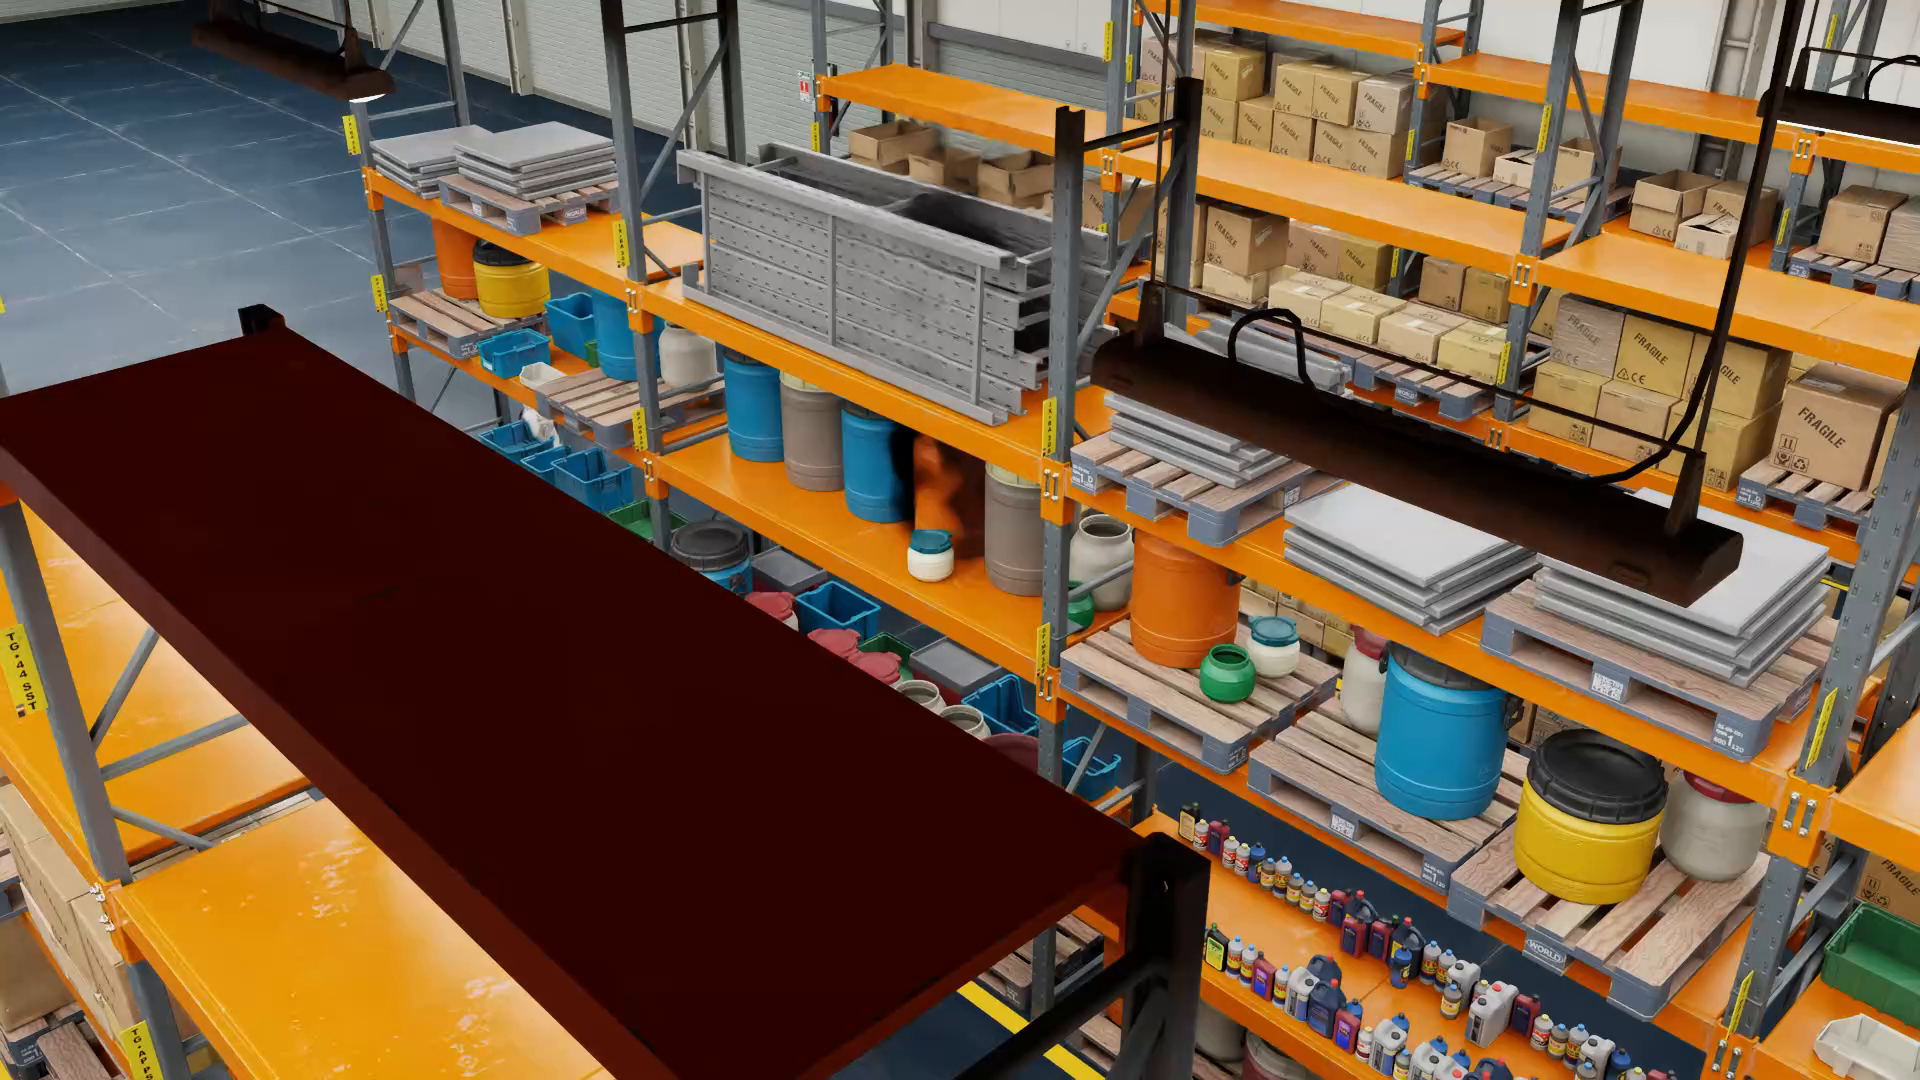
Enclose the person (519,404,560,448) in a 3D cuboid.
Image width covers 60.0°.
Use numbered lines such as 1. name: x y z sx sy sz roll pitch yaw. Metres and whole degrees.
1. person: -4.275 -0.942 16.903 0.504 1.620 0.612 5 29 9
